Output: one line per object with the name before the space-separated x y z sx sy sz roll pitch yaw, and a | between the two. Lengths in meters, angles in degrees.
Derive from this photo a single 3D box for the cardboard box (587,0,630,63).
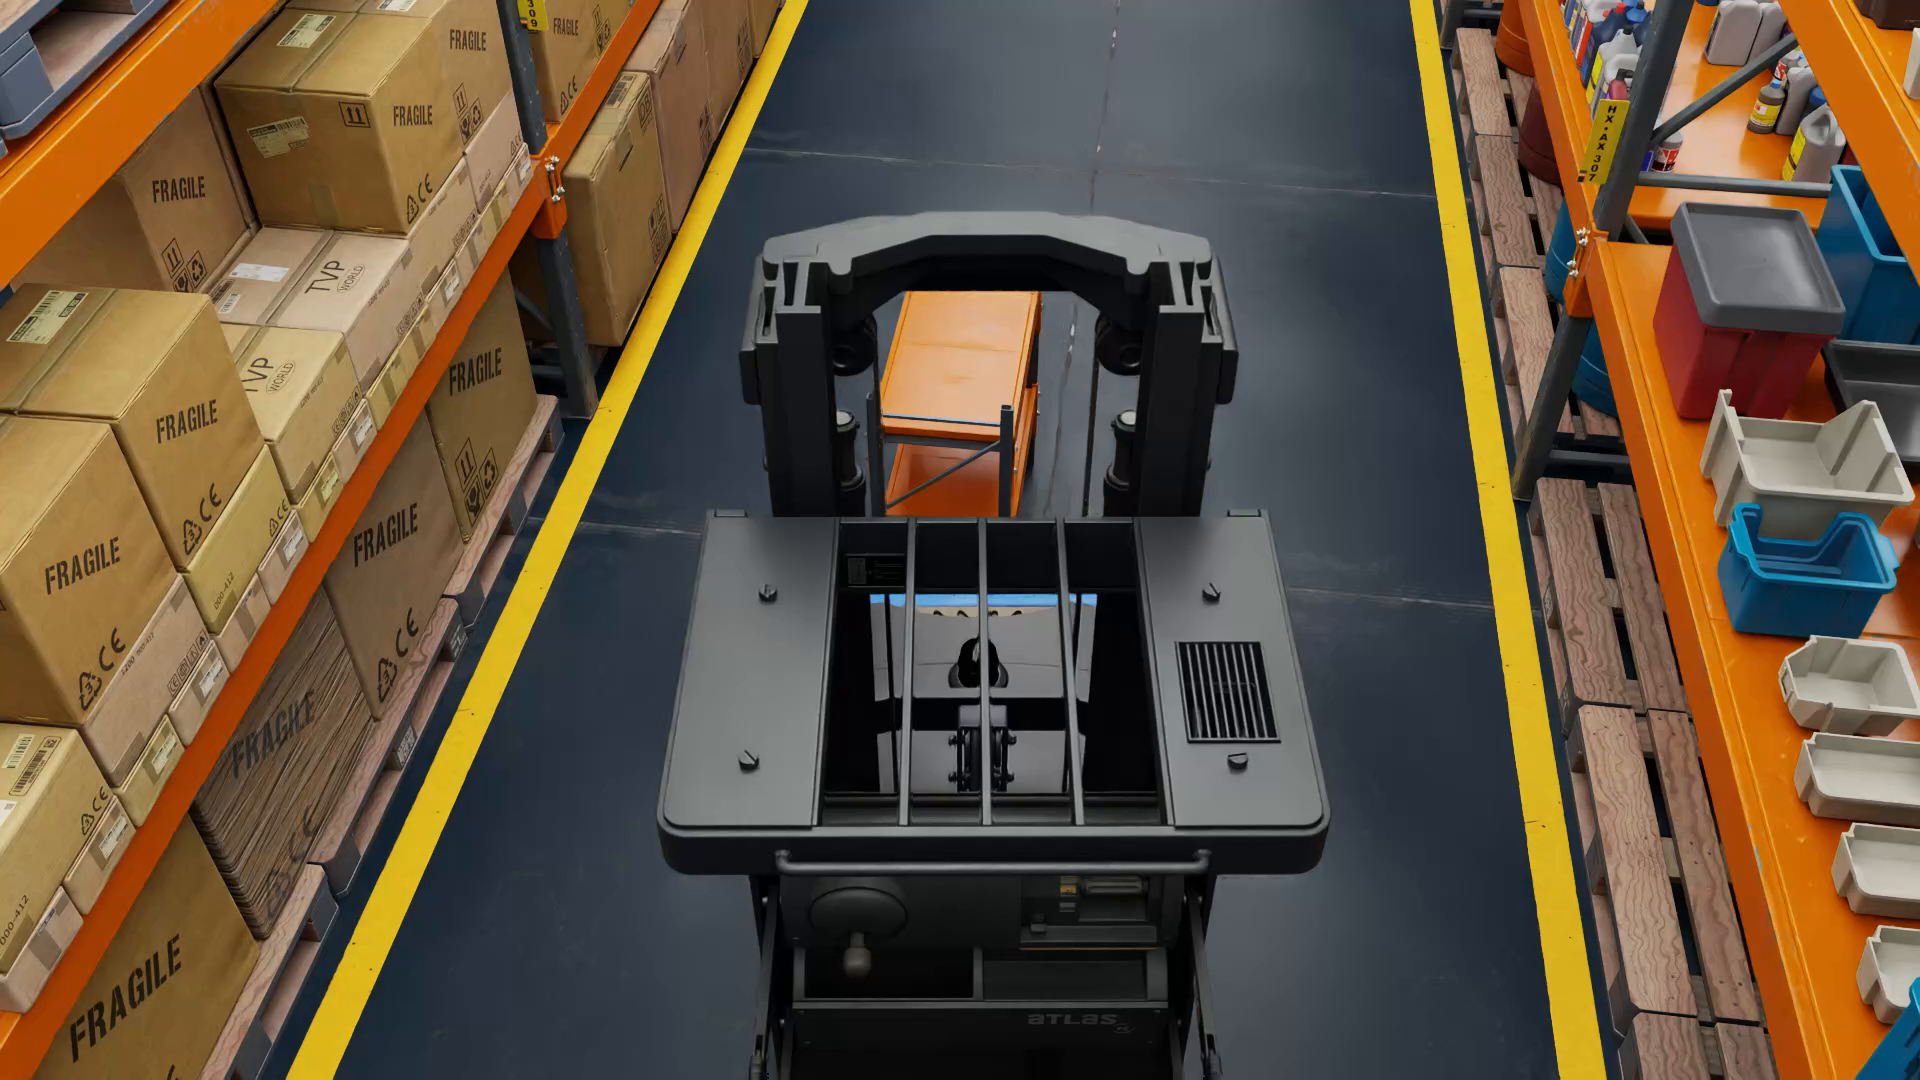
cardboard box | -1.732 -2.365 6.994 0.500 0.500 0.500 5 44 6

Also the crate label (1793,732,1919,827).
crate label | 2.269 0.594 4.089 0.396 0.136 0.243 5 44 6

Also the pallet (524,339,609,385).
pallet | -2.078 -1.216 7.881 1.003 0.211 1.213 5 44 6

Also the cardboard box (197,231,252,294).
cardboard box | -2.561 -0.761 5.265 0.500 0.250 0.500 6 44 7

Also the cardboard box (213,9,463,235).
cardboard box | -1.972 -1.343 5.334 0.500 0.500 0.500 6 44 6

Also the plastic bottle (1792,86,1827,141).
plastic bottle | 3.303 -1.647 6.402 0.097 0.271 0.097 0 43 0

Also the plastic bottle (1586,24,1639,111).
plastic bottle | 2.601 -1.884 6.594 0.144 0.351 0.185 5 44 6

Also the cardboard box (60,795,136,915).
cardboard box | -2.228 0.735 3.975 0.380 0.149 0.250 5 44 5

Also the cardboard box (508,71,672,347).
cardboard box | -2.041 -1.515 7.408 1.225 0.875 0.875 5 44 6

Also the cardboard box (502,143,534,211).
cardboard box | -1.821 -1.367 6.195 0.380 0.149 0.250 5 44 6

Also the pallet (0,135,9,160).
pallet | -2.547 -0.533 3.014 1.003 0.211 1.213 5 44 6

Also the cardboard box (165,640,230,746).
cardboard box | -2.161 0.382 4.347 0.380 0.149 0.250 5 44 5

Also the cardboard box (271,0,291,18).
cardboard box | -2.422 -1.718 5.730 0.500 0.500 0.500 5 44 6

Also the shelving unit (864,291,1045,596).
shelving unit | -0.001 -0.404 6.358 0.538 1.125 1.048 5 44 6

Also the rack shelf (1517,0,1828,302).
rack shelf | 3.068 -2.347 7.571 1.077 0.370 4.000 5 44 6

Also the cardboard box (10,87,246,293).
cardboard box | -2.559 -1.028 5.002 0.500 0.500 0.500 4 44 4

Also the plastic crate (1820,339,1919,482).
plastic crate | 2.922 -0.380 5.126 0.437 0.125 0.590 5 44 6

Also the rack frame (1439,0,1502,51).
rack frame | 3.333 -3.972 8.763 1.000 3.000 0.127 5 44 6

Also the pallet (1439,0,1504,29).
pallet | 3.473 -3.483 10.275 1.003 0.211 1.213 5 44 6

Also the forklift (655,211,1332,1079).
forklift | 0.053 0.896 3.672 1.130 2.935 3.031 0 43 0

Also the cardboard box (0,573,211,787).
cardboard box | -2.241 0.319 4.124 0.500 0.250 0.500 5 44 5

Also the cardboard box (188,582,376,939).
cardboard box | -2.509 0.586 5.190 0.875 0.875 0.875 5 44 6

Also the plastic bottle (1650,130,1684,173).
plastic bottle | 2.662 -1.473 6.268 0.097 0.201 0.097 0 43 0

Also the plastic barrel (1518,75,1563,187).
plastic barrel | 3.136 -2.144 8.281 0.600 0.588 0.708 5 44 6

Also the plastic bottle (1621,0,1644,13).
plastic bottle | 2.794 -2.182 6.967 0.097 0.271 0.097 0 43 0

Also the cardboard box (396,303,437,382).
cardboard box | -1.957 -0.665 5.454 0.380 0.149 0.250 6 44 6

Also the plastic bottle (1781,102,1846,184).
plastic bottle | 3.177 -1.466 6.152 0.144 0.351 0.185 5 44 6

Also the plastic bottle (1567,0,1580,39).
plastic bottle | 2.656 -2.237 7.076 0.097 0.201 0.097 0 43 0

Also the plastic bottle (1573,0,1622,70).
plastic bottle | 2.650 -2.091 6.867 0.152 0.276 0.135 5 44 6

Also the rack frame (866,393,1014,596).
rack frame | -0.068 -0.057 5.993 0.500 1.125 0.032 5 44 6

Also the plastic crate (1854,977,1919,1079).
plastic crate | 2.134 1.201 3.231 0.616 0.435 0.499 5 44 6

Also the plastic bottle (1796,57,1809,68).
plastic bottle | 3.333 -1.805 6.569 0.097 0.271 0.097 0 43 0

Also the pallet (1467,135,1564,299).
pallet | 3.106 -1.589 8.274 1.003 0.211 1.213 5 44 6

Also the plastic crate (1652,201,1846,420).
plastic crate | 2.437 -0.705 5.222 0.402 0.464 0.583 5 44 6

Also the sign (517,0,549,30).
sign | -1.555 -1.989 5.982 0.100 0.325 0.005 5 44 6

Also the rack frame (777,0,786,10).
rack frame | -1.577 -4.422 9.238 1.000 3.000 0.127 5 44 6

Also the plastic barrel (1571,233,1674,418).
plastic barrel | 2.893 -1.005 6.851 0.600 0.901 0.708 5 44 6

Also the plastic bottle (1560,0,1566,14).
plastic bottle | 2.687 -2.395 7.243 0.097 0.201 0.097 0 43 0

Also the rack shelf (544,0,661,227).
rack shelf | -1.841 -2.797 8.046 1.077 0.370 4.000 5 44 6

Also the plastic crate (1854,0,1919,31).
plastic crate | 2.368 -1.466 4.030 0.497 0.269 0.590 5 44 6

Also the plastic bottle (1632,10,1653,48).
plastic bottle | 2.768 -1.997 6.713 0.144 0.351 0.185 5 44 6

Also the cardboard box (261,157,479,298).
cardboard box | -1.970 -1.072 5.593 0.500 0.250 0.500 6 44 7

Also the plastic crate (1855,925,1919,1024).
plastic crate | 2.203 0.982 3.679 0.396 0.136 0.243 5 44 6

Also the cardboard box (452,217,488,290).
cardboard box | -1.889 -1.016 5.825 0.380 0.149 0.250 5 44 5

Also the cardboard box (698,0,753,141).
cardboard box | -1.814 -2.727 8.689 1.225 0.875 0.875 5 44 6

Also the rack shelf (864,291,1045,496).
rack shelf | -0.001 -0.616 6.157 0.538 0.278 1.000 5 44 6

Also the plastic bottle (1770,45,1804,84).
plastic bottle | 3.359 -1.913 6.733 0.097 0.201 0.097 0 43 0

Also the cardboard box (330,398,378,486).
cardboard box | -2.026 -0.318 5.087 0.380 0.149 0.250 6 44 6

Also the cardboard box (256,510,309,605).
cardboard box | -2.093 0.033 4.716 0.380 0.149 0.250 5 44 5

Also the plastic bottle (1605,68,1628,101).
plastic bottle | 2.521 -1.663 6.409 0.061 0.283 0.133 5 44 6

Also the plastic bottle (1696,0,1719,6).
plastic bottle | 3.321 -2.491 7.293 0.097 0.271 0.097 0 43 0

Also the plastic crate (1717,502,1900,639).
plastic crate | 2.292 0.097 4.544 0.416 0.233 0.300 5 44 6

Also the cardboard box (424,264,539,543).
cardboard box | -2.272 -0.634 6.478 0.875 0.875 0.875 5 44 6

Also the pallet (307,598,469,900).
pallet | -2.443 0.662 5.898 1.003 0.211 1.213 5 44 6

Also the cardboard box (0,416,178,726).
cardboard box | -2.237 0.061 3.851 0.500 0.500 0.500 4 44 4

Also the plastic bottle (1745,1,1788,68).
plastic bottle | 3.365 -2.112 6.889 0.152 0.276 0.135 5 44 6

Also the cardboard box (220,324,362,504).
cardboard box | -2.107 -0.379 4.861 0.500 0.250 0.500 4 44 5

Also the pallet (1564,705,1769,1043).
pallet | 2.586 1.106 5.429 1.003 0.211 1.213 5 44 6

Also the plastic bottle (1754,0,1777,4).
plastic bottle | 3.396 -2.270 7.056 0.152 0.276 0.135 5 44 6

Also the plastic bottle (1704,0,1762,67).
plastic bottle | 3.214 -2.126 6.904 0.152 0.276 0.135 5 44 6
